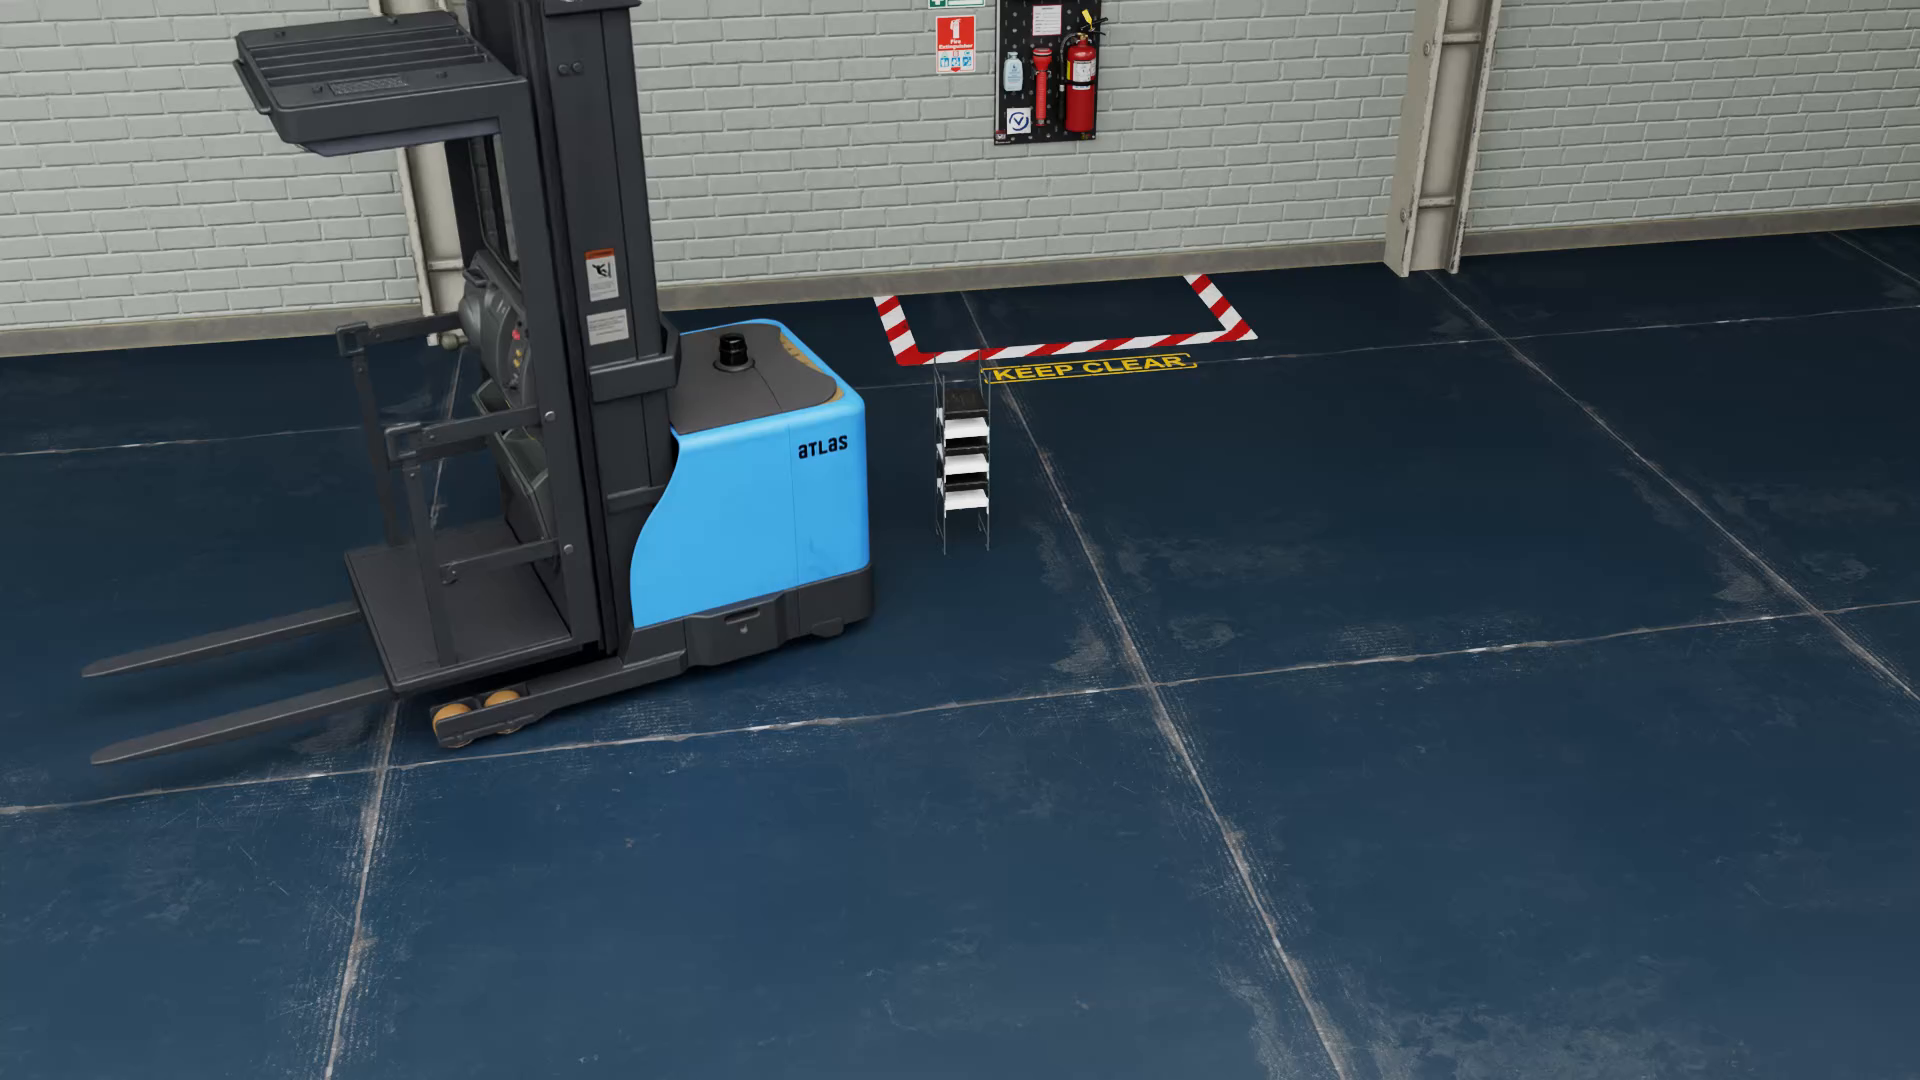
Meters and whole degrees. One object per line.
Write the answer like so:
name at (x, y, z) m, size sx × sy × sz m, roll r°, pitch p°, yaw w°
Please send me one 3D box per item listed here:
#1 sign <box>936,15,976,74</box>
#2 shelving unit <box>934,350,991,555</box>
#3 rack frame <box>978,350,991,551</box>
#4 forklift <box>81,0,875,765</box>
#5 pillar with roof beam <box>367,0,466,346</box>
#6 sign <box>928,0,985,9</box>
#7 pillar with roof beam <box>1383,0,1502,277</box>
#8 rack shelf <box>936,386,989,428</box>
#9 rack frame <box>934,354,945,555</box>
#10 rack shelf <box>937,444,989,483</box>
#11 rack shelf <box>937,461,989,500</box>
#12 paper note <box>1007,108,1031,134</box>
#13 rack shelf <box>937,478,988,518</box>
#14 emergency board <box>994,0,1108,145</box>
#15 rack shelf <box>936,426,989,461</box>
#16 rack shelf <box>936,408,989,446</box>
sign at (-0.025, -2.875, 9.645) m, size 0.234 × 0.329 × 0.001 m, roll -5°, pitch 31°, yaw -9°
shelving unit at (0.008, -0.389, 7.523) m, size 0.210 × 0.900 × 0.258 m, roll -5°, pitch 31°, yaw -9°
rack frame at (0.108, -0.398, 7.539) m, size 0.006 × 0.900 × 0.240 m, roll -5°, pitch 31°, yaw -9°
forklift at (-1.915, -0.771, 6.170) m, size 3.031 × 2.935 × 1.130 m, roll -15°, pitch 33°, yaw -23°
pillar with roof beam at (-2.151, -2.957, 3.901) m, size 0.400 × 9.000 × 9.100 m, roll -5°, pitch 31°, yaw -9°
sign at (-0.019, -3.099, 9.504) m, size 0.331 × 0.109 × 0.001 m, roll -5°, pitch 31°, yaw -9°
pillar with roof beam at (3.751, -3.505, 4.833) m, size 0.400 × 9.000 × 9.100 m, roll -5°, pitch 31°, yaw -9°
rack shelf at (0.008, -0.593, 7.403) m, size 0.200 × 0.077 × 0.258 m, roll -5°, pitch 31°, yaw -9°
rack frame at (-0.092, -0.379, 7.507) m, size 0.006 × 0.900 × 0.240 m, roll -5°, pitch 31°, yaw -9°
rack shelf at (0.008, -0.360, 7.540) m, size 0.200 × 0.077 × 0.258 m, roll -5°, pitch 31°, yaw -9°
rack shelf at (0.008, -0.282, 7.586) m, size 0.200 × 0.077 × 0.258 m, roll -5°, pitch 31°, yaw -9°
paper note at (0.351, -2.497, 9.907) m, size 0.142 × 0.148 × 0.016 m, roll -5°, pitch 31°, yaw -9°
rack shelf at (0.008, -0.205, 7.631) m, size 0.200 × 0.077 × 0.258 m, roll -5°, pitch 31°, yaw -9°
emergency board at (0.538, -2.859, 9.652) m, size 0.643 × 1.169 × 0.194 m, roll -5°, pitch 31°, yaw -9°
rack shelf at (0.008, -0.437, 7.494) m, size 0.200 × 0.077 × 0.258 m, roll -5°, pitch 31°, yaw -9°
rack shelf at (0.008, -0.515, 7.449) m, size 0.200 × 0.077 × 0.258 m, roll -5°, pitch 31°, yaw -9°
